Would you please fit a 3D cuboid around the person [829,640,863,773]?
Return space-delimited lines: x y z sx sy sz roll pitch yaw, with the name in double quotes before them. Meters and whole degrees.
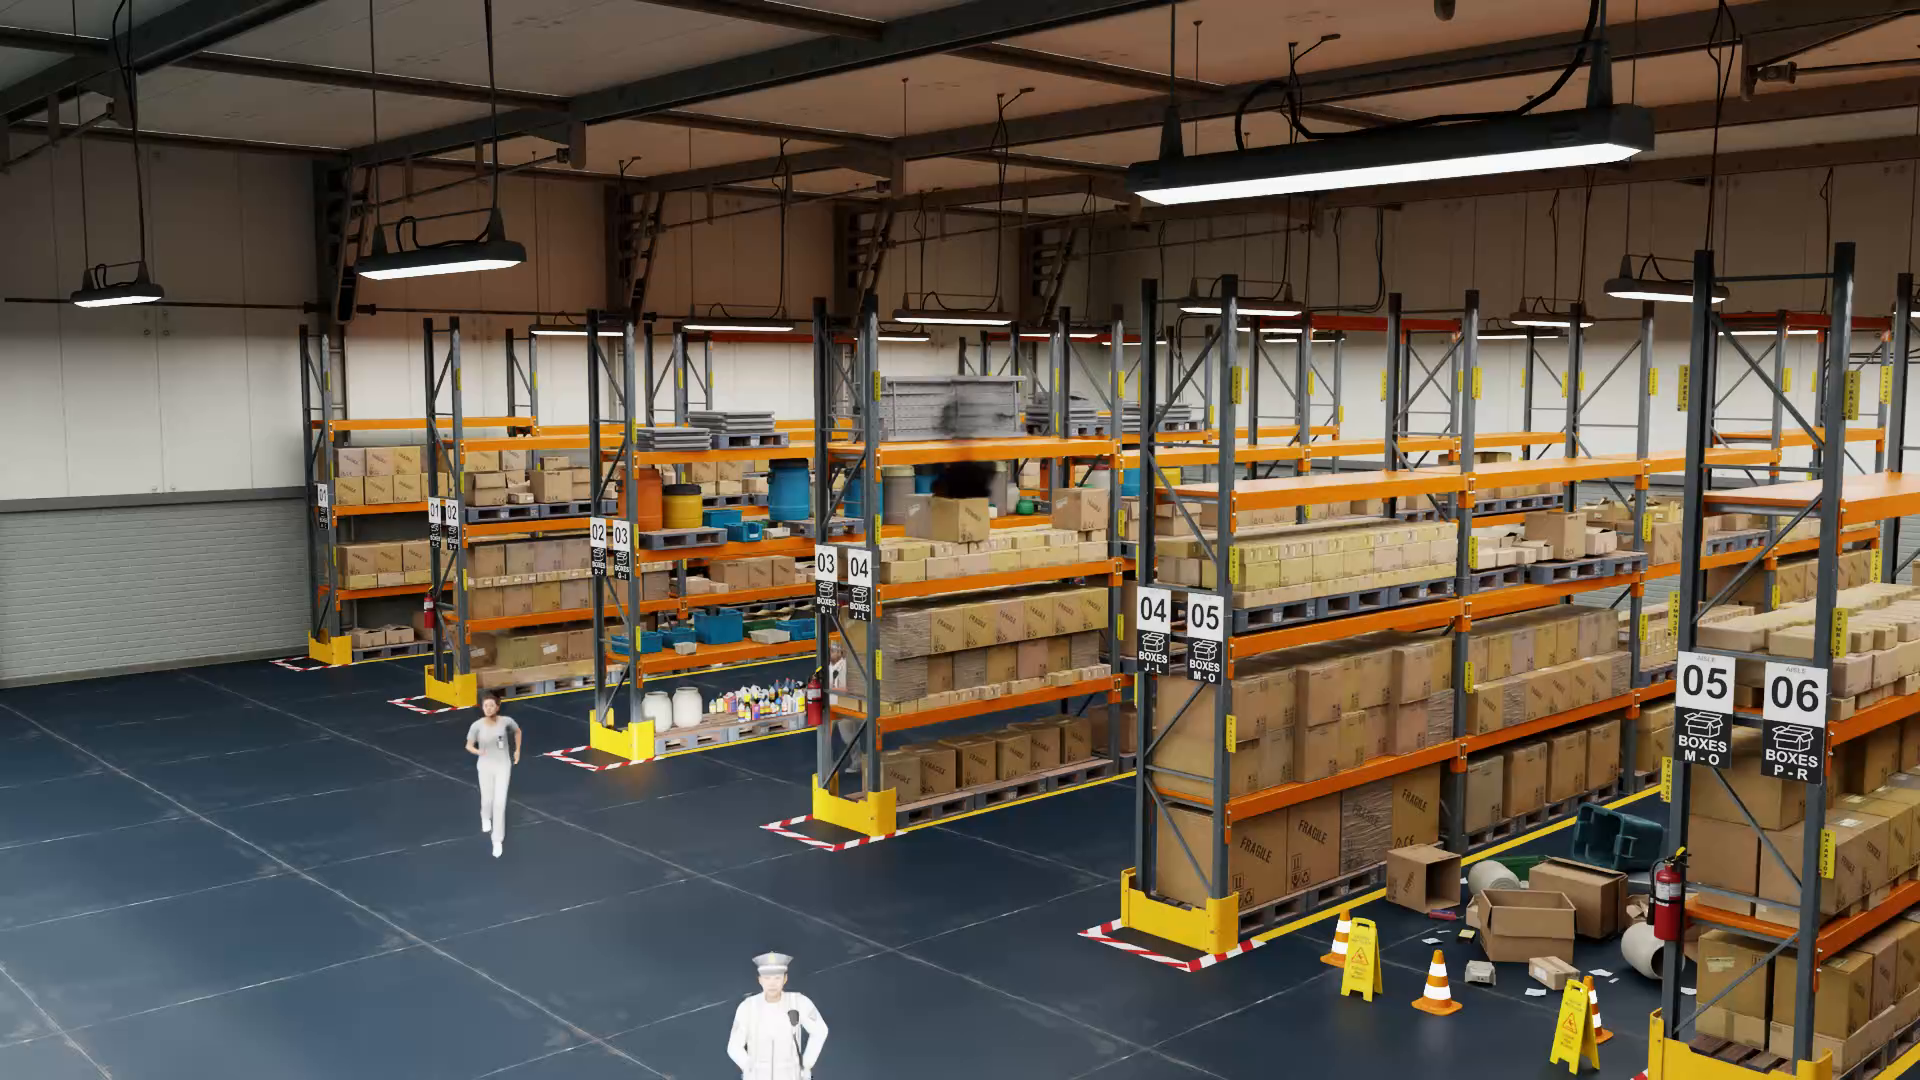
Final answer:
"person" -1.510 2.177 21.081 0.626 1.863 0.785 5 8 41

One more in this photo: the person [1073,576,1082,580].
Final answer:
"person" 2.438 0.987 32.772 0.689 1.722 0.606 3 7 31

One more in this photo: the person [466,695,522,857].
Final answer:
"person" -5.075 2.504 18.139 0.577 1.684 0.968 -1 6 -11

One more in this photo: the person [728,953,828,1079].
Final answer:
"person" -1.110 3.316 10.071 0.602 1.655 0.554 0 6 -2

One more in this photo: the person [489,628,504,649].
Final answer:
"person" -7.861 1.505 28.246 0.523 1.634 0.709 5 8 42
